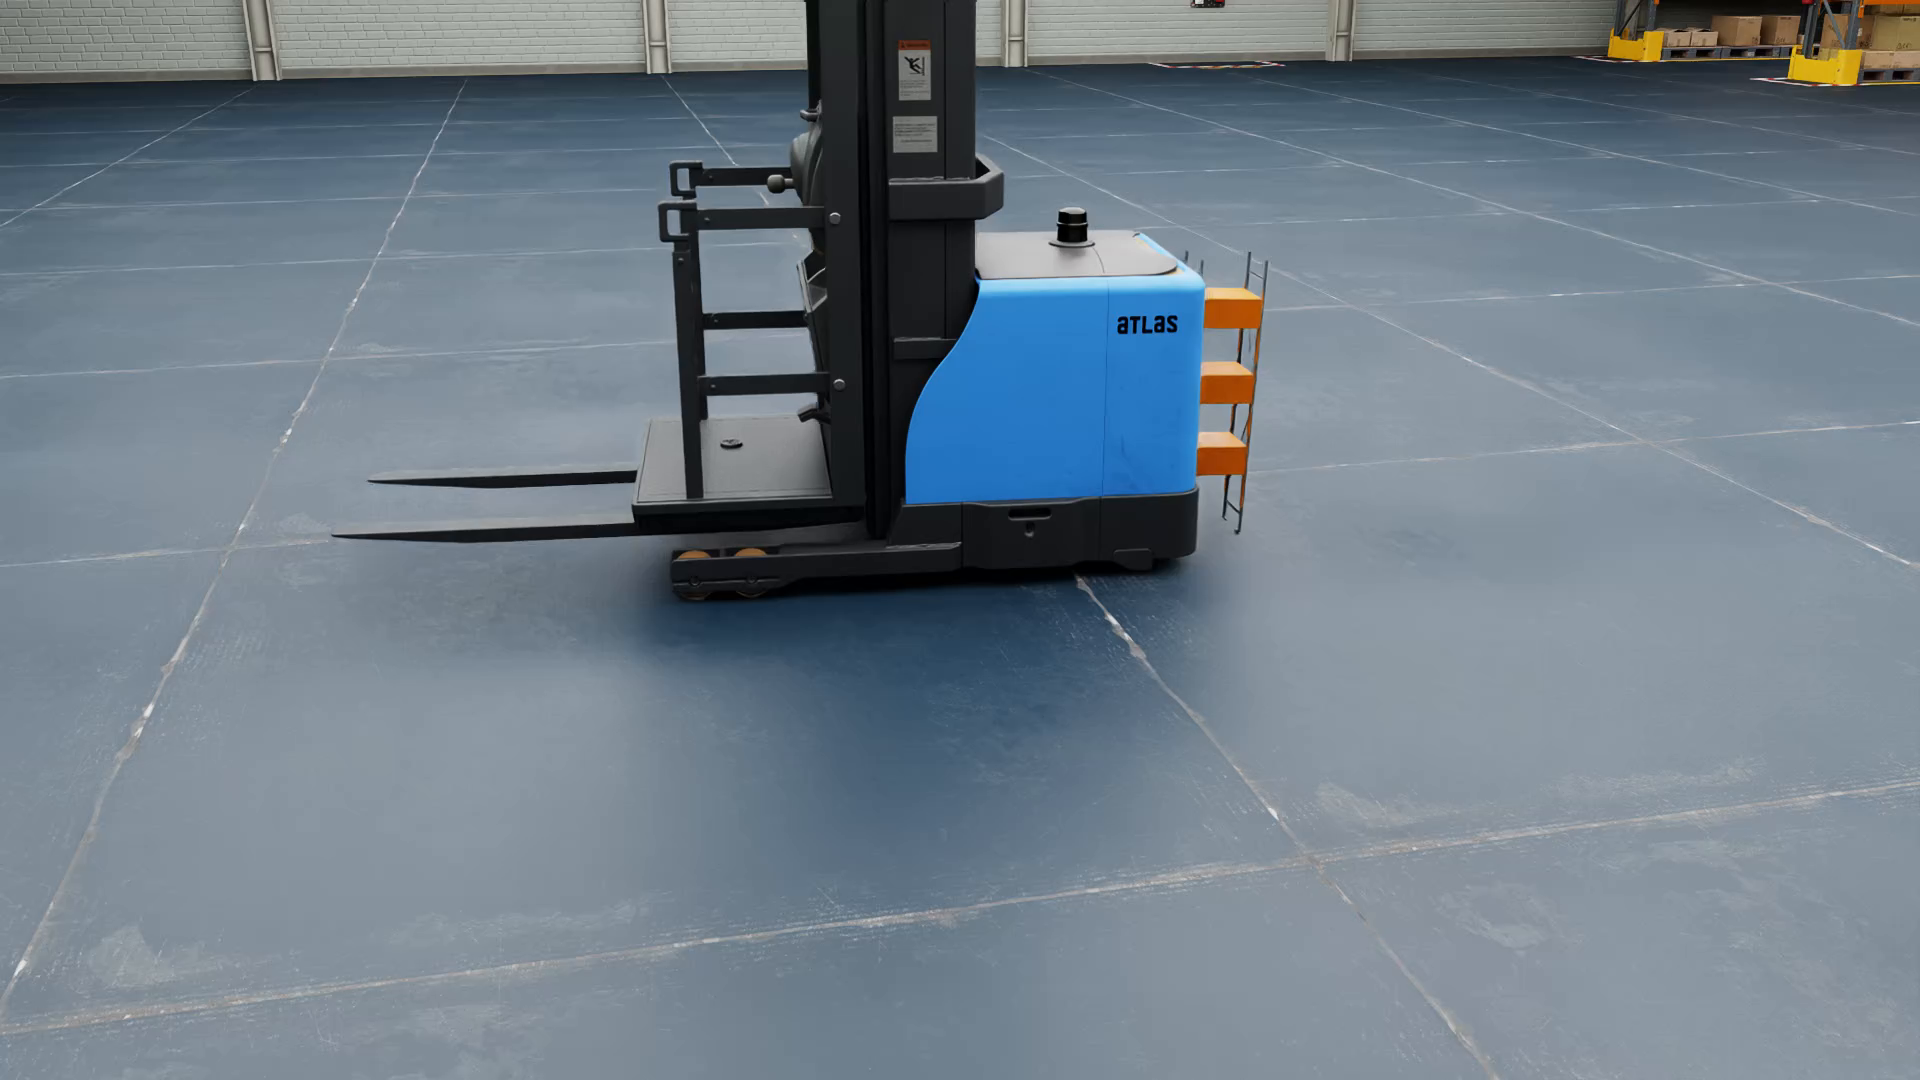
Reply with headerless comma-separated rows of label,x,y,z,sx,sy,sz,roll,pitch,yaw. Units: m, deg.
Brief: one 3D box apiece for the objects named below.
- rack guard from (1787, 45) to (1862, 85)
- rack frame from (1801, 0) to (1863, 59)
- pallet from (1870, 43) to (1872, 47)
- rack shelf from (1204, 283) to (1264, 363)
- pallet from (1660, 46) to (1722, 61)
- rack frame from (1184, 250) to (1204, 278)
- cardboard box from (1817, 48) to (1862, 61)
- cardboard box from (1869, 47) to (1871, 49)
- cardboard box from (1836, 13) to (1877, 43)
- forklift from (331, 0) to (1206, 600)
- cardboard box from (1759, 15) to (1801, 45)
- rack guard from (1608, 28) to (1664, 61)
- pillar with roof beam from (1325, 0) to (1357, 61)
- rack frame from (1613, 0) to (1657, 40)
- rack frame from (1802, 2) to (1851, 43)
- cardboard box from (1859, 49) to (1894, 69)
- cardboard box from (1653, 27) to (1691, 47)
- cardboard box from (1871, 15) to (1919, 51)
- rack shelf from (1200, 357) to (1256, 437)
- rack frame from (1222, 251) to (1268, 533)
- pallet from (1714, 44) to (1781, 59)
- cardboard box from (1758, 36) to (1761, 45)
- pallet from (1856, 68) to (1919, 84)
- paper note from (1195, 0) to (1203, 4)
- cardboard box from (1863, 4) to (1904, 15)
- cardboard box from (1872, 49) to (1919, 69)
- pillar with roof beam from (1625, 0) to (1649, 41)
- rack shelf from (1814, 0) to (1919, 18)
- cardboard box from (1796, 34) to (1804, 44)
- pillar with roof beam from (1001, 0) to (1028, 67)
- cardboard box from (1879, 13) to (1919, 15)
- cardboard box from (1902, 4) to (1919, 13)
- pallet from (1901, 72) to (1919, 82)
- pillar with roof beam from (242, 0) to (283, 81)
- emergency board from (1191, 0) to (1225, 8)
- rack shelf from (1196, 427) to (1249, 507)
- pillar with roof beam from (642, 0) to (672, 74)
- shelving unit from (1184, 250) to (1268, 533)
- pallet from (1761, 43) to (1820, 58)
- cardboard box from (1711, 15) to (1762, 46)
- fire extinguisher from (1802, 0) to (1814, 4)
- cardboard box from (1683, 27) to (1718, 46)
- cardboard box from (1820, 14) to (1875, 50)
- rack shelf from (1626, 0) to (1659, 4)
rack guard,13.240,-7.285,25.475,0.348,0.500,1.175,-5,21,-12
rack frame,13.263,-8.461,25.051,0.127,3.000,1.000,-5,21,-12
pallet,16.770,-9.188,31.090,1.213,0.211,1.003,-5,21,-12
rack shelf,0.968,-0.807,6.184,0.240,0.259,0.215,-1,20,-10
pallet,12.992,-8.868,30.216,1.213,0.211,1.003,-5,21,-12
rack frame,0.837,-0.547,6.254,0.008,1.050,0.200,-1,20,-10
cardboard box,13.717,-7.508,25.837,0.500,0.250,0.500,-5,21,-12
cardboard box,14.201,-7.552,25.956,0.500,0.250,0.500,-5,21,-12
cardboard box,16.725,-9.532,30.969,0.500,0.500,0.700,-4,20,-11
forklift,-0.701,-1.362,5.773,3.031,2.935,1.130,-2,20,-7
cardboard box,15.012,-9.373,30.534,0.500,0.500,0.500,-6,21,-17
rack guard,12.194,-8.951,30.023,0.348,0.500,1.175,-5,21,-12
pillar with roof beam,7.754,-11.365,24.256,0.400,9.000,9.100,-5,21,-12
rack frame,12.120,-10.119,29.577,0.127,3.000,1.000,-5,21,-12
rack frame,16.012,-10.435,30.441,0.127,3.000,1.000,-5,21,-12
cardboard box,13.836,-7.335,25.364,0.500,0.250,0.500,-5,21,-12
cardboard box,12.814,-9.087,30.031,0.500,0.311,0.500,-7,21,-19
cardboard box,14.322,-7.727,25.345,0.500,0.500,0.500,-5,21,-12
rack shelf,0.957,-0.540,6.280,0.240,0.259,0.215,-1,20,-10
rack frame,1.077,-0.553,6.298,0.008,1.050,0.200,-1,20,-10
pallet,14.177,-8.963,30.476,1.213,0.211,1.003,-5,21,-12
cardboard box,14.451,-9.183,30.528,0.250,0.149,0.380,-6,21,-17
pallet,13.998,-7.226,25.734,1.213,0.211,1.003,-5,21,-12
paper note,4.161,-9.401,28.899,0.142,0.148,0.016,-5,21,-12
cardboard box,17.153,-9.920,30.939,0.500,0.250,0.500,-5,21,-14
cardboard box,14.322,-7.376,25.475,0.500,0.250,0.500,-5,21,-12
pillar with roof beam,13.593,-11.840,25.553,0.400,9.000,9.100,-5,21,-12
rack shelf,15.210,-8.281,25.607,4.000,0.370,1.077,-5,21,-12
cardboard box,15.499,-9.259,30.709,0.250,0.166,0.380,-7,21,-20
pillar with roof beam,1.915,-10.890,22.960,0.400,9.000,9.100,-5,21,-12
cardboard box,14.686,-7.945,25.940,0.500,0.500,0.500,-5,21,-12
cardboard box,17.658,-9.962,31.055,0.500,0.250,0.500,-5,21,-14
pallet,15.183,-7.321,25.994,1.213,0.211,1.003,-5,21,-12
pillar with roof beam,-9.763,-9.940,20.367,0.400,9.000,9.100,-5,21,-12
emergency board,4.349,-9.806,28.723,0.643,1.169,0.194,-5,21,-12
rack shelf,0.946,-0.279,6.373,0.240,0.259,0.215,-1,20,-10
pillar with roof beam,-3.924,-10.415,21.663,0.400,9.000,9.100,-5,21,-12
shelving unit,0.957,-0.550,6.276,0.252,1.050,0.215,-1,20,-10
pallet,15.367,-9.061,30.743,1.213,0.211,1.003,-5,21,-12
cardboard box,14.094,-9.263,30.234,0.500,0.500,0.700,-6,21,-16
fire extinguisher,13.041,-8.571,25.463,0.183,0.674,0.296,-5,21,-12
cardboard box,13.369,-9.132,30.154,0.500,0.311,0.500,-3,20,-8
cardboard box,13.717,-7.861,25.710,0.500,0.500,0.500,-5,21,-12
rack shelf,14.066,-9.939,30.132,4.000,0.370,1.077,-5,21,-12
